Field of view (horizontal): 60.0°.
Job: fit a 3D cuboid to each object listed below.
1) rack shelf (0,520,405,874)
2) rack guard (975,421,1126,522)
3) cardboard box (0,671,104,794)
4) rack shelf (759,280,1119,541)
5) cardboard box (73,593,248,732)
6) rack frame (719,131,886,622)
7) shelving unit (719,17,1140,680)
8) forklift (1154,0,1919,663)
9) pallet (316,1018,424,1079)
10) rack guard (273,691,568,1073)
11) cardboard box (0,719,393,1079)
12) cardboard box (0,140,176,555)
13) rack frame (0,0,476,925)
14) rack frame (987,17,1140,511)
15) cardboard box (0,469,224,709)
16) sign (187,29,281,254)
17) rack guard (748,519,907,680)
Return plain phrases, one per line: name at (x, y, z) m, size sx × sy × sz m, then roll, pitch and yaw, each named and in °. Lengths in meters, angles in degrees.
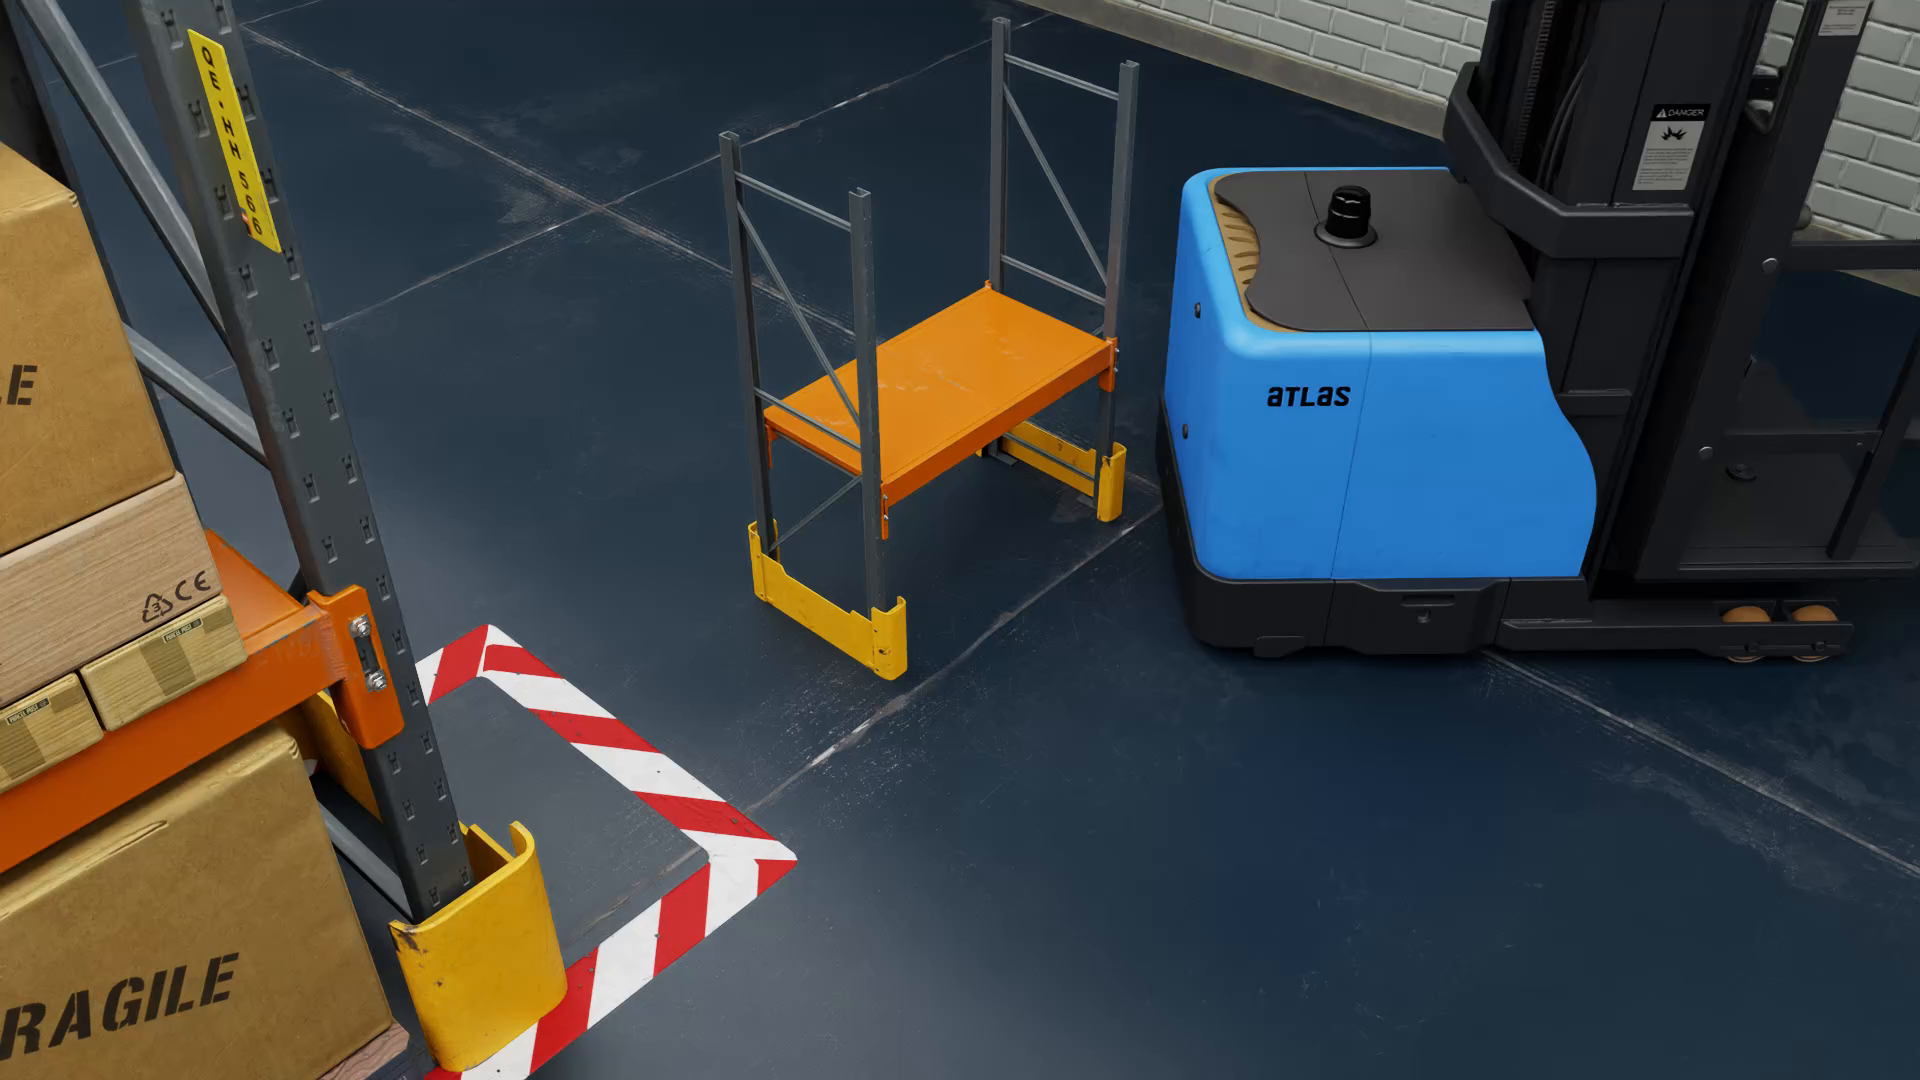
rack shelf at (-2.810, 0.929, 2.250) m, size 1.077 × 0.370 × 4.000 m, roll 30°, pitch 47°, yaw 32°
rack guard at (0.285, -0.292, 5.416) m, size 0.587 × 0.250 × 0.087 m, roll 30°, pitch 47°, yaw 32°
cardboard box at (-1.632, 0.249, 2.729) m, size 0.380 × 0.149 × 0.250 m, roll 30°, pitch 47°, yaw 32°
rack shelf at (-0.058, -0.407, 4.846) m, size 0.538 × 0.185 × 1.000 m, roll 30°, pitch 47°, yaw 32°
cardboard box at (-1.458, 0.128, 2.880) m, size 0.380 × 0.149 × 0.250 m, roll 31°, pitch 48°, yaw 33°
rack frame at (-0.401, -0.314, 4.440) m, size 0.500 × 1.500 × 0.032 m, roll 30°, pitch 47°, yaw 32°
shelving unit at (-0.051, -0.552, 4.739) m, size 0.587 × 1.500 × 1.083 m, roll 30°, pitch 47°, yaw 32°
forklift at (2.164, -1.125, 4.310) m, size 3.031 × 2.935 × 1.130 m, roll -1°, pitch 38°, yaw -1°
pallet at (-1.942, 1.220, 3.546) m, size 1.003 × 0.211 × 1.213 m, roll 30°, pitch 47°, yaw 32°
rack guard at (-1.445, 0.696, 3.974) m, size 1.175 × 0.500 × 0.348 m, roll 30°, pitch 47°, yaw 32°
cardboard box at (-1.833, 0.723, 3.300) m, size 0.875 × 0.875 × 0.875 m, roll 30°, pitch 47°, yaw 32°
cardboard box at (-1.595, -0.289, 2.482) m, size 0.500 × 0.500 × 0.500 m, roll 30°, pitch 47°, yaw 32°
rack frame at (-1.461, -0.272, 3.182) m, size 1.000 × 3.000 × 0.127 m, roll 30°, pitch 47°, yaw 32°
rack frame at (0.285, -0.781, 5.028) m, size 0.500 × 1.500 × 0.032 m, roll 30°, pitch 47°, yaw 32°
cardboard box at (-1.592, 0.005, 2.716) m, size 0.500 × 0.250 × 0.500 m, roll 29°, pitch 47°, yaw 31°
sign at (-1.070, -0.583, 2.453) m, size 0.100 × 0.325 × 0.005 m, roll 30°, pitch 47°, yaw 32°
rack guard at (-0.387, 0.166, 4.840) m, size 0.587 × 0.250 × 0.087 m, roll 30°, pitch 47°, yaw 32°
